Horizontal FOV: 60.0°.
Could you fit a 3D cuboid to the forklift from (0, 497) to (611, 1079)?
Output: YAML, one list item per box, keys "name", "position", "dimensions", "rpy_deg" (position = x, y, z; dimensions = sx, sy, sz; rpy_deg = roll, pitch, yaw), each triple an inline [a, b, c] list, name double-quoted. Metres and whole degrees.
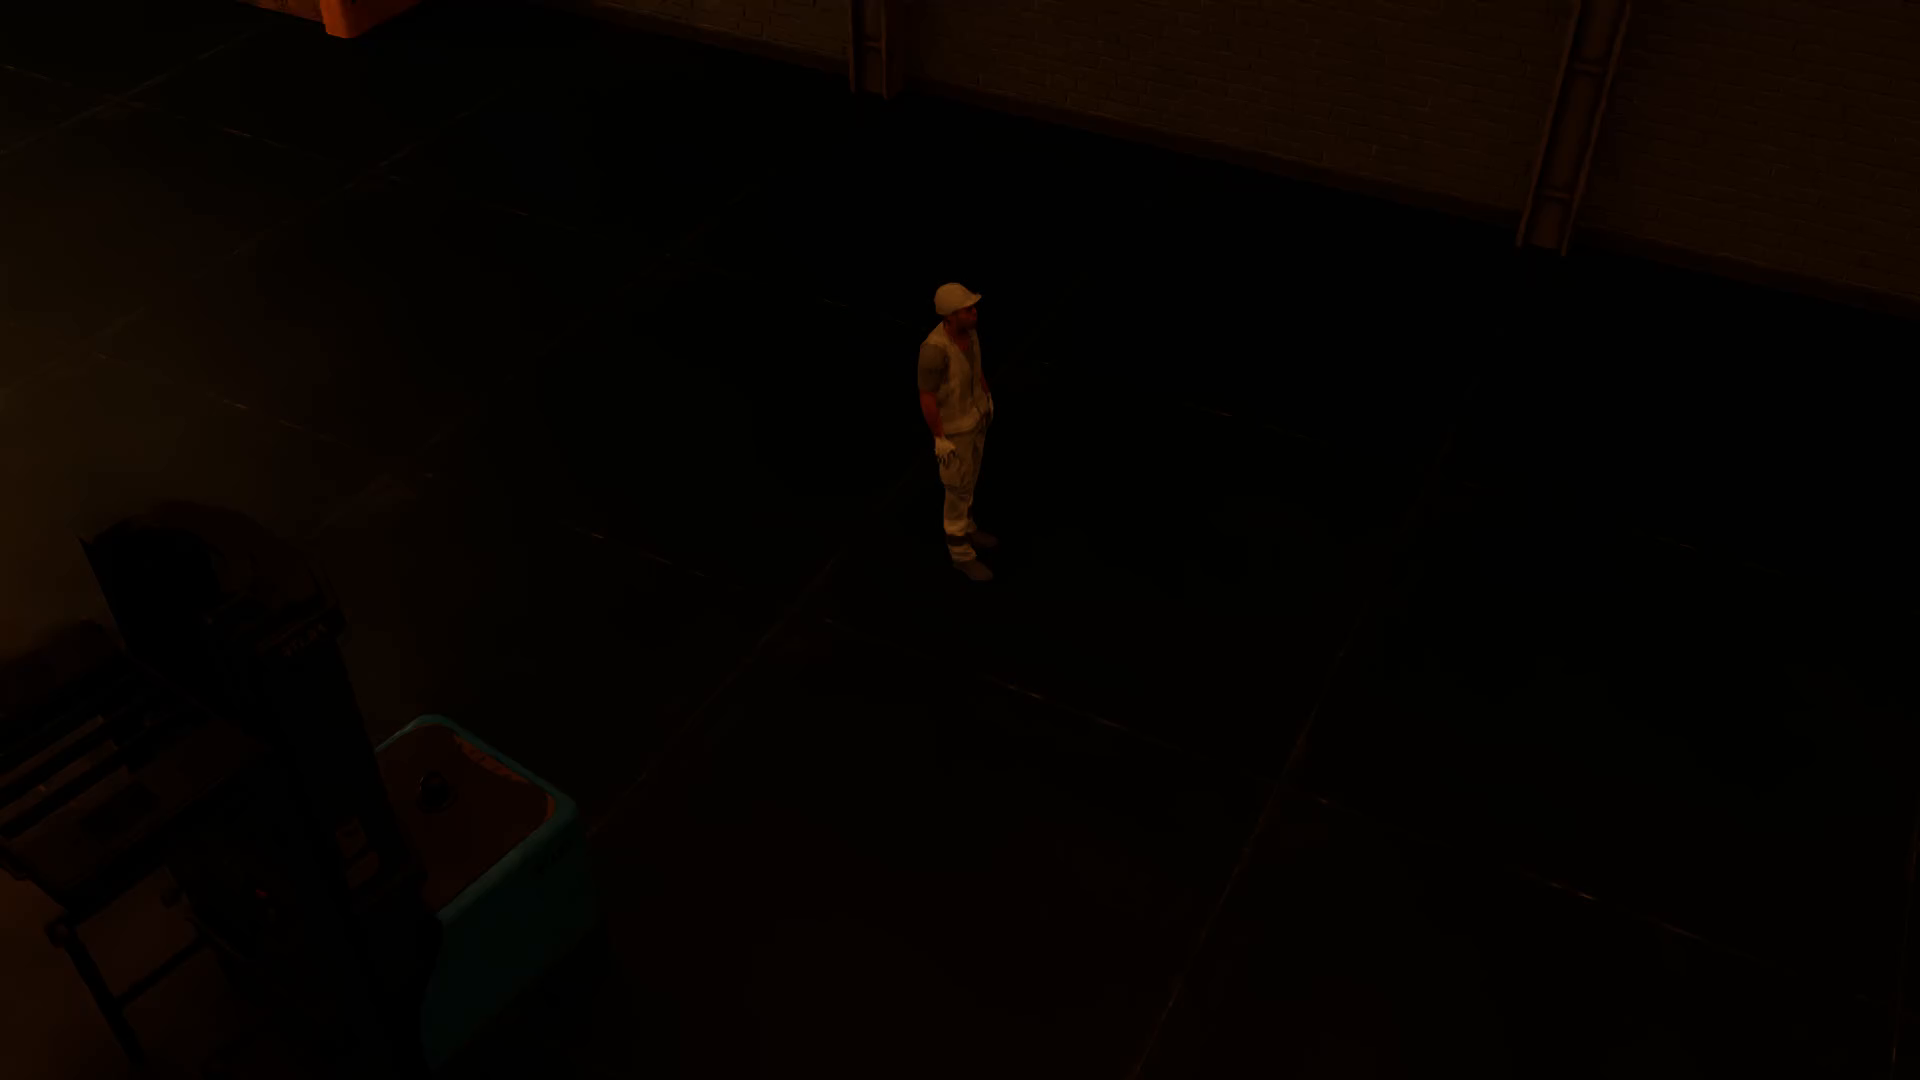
- name: "forklift"
  position: [-2.929, 1.424, 6.296]
  dimensions: [1.130, 2.935, 3.031]
  rpy_deg: [25, 46, 27]

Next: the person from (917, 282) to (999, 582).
- name: "person"
  position: [0.066, -0.660, 9.645]
  dimensions: [0.563, 1.787, 0.637]
  rpy_deg: [18, 43, 21]
